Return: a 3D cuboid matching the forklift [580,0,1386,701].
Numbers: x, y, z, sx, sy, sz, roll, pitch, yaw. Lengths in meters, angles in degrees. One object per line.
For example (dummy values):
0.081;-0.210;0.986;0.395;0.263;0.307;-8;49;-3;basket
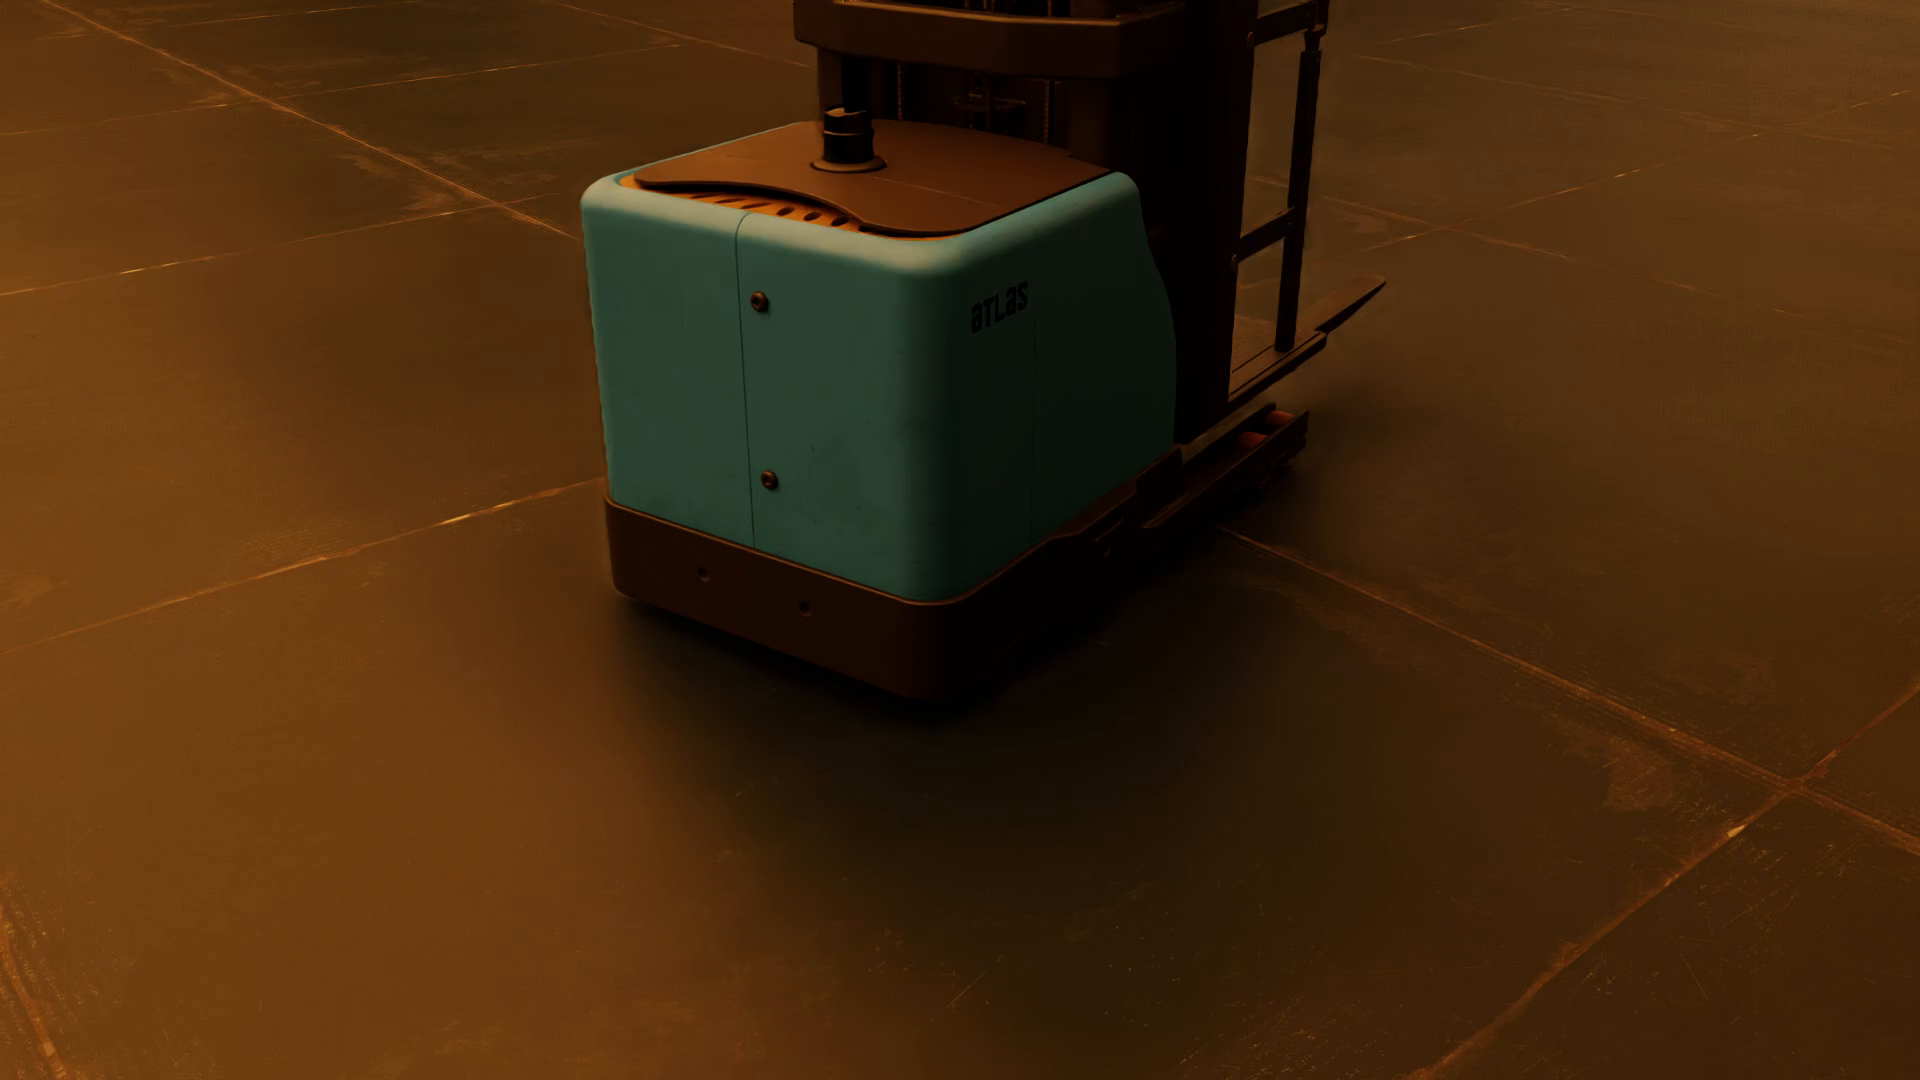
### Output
0.378;-1.566;4.359;1.130;2.935;3.031;17;31;30;forklift
